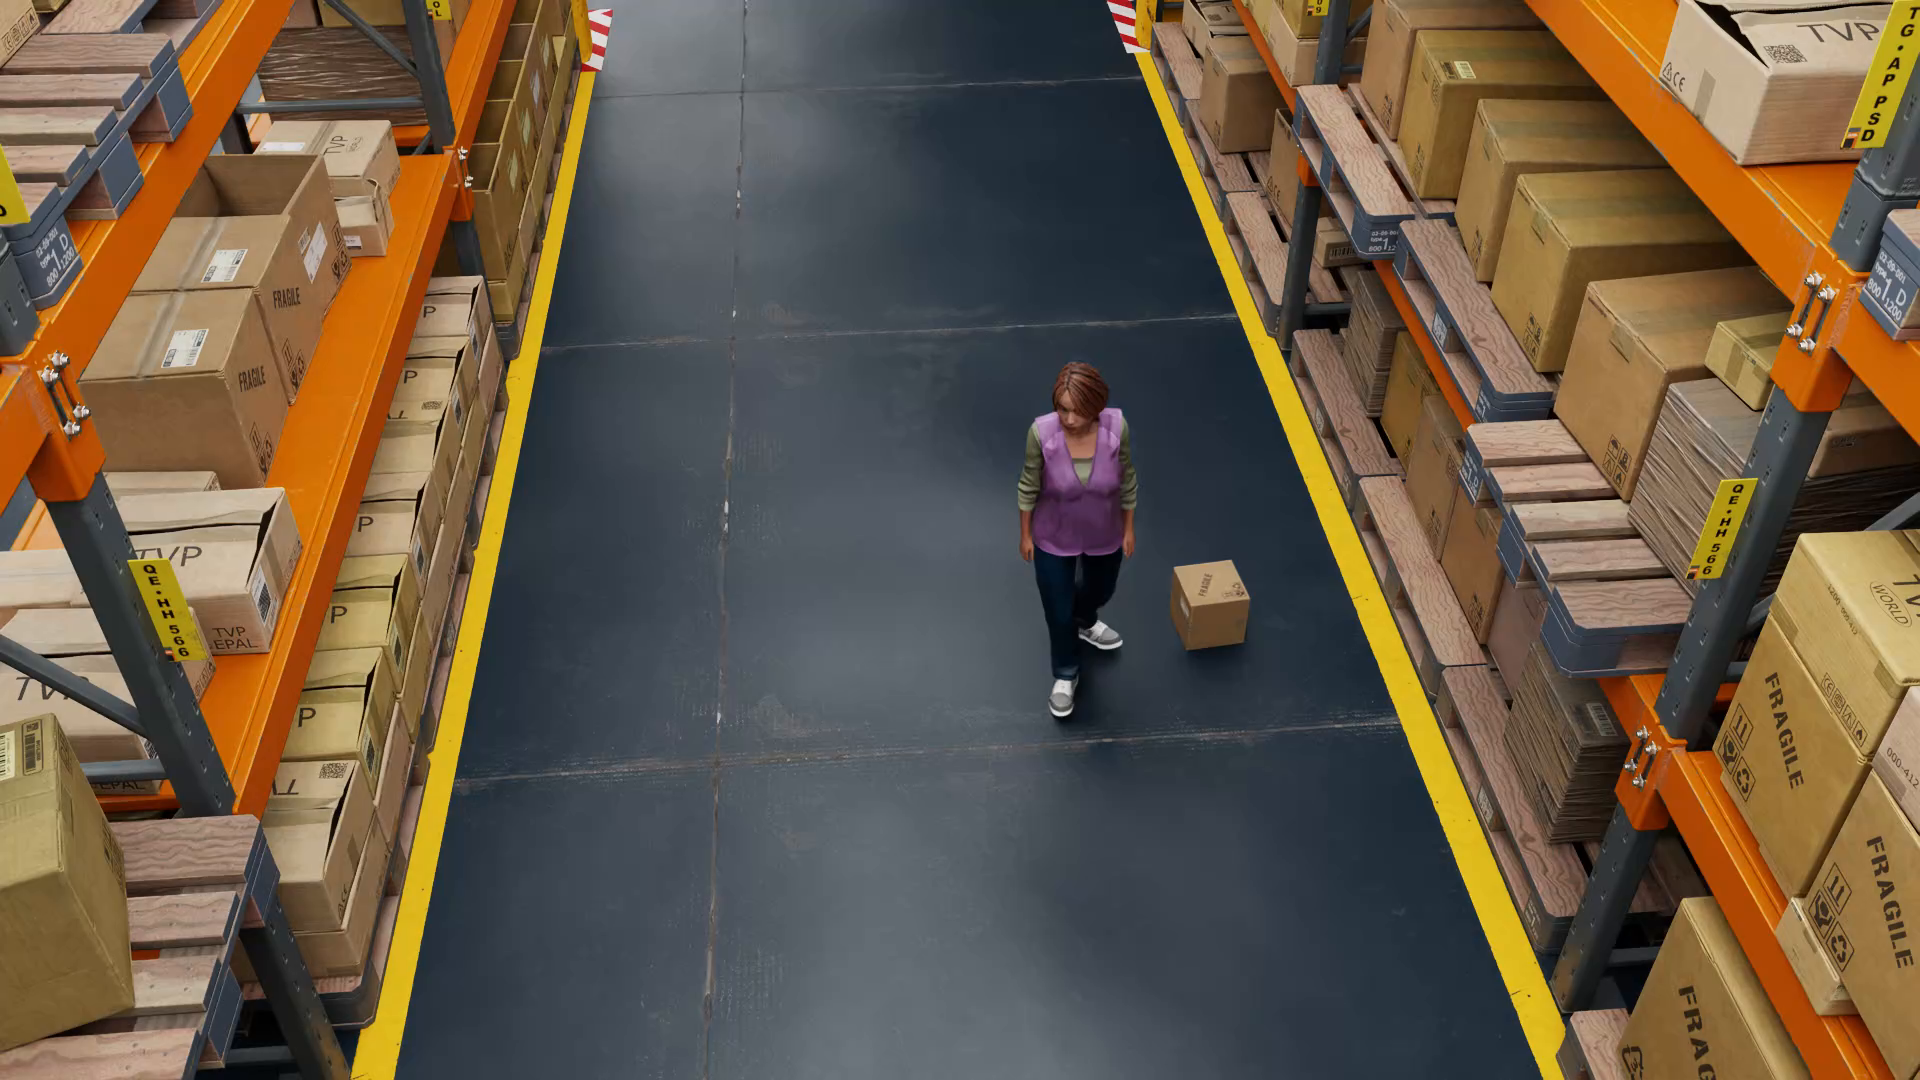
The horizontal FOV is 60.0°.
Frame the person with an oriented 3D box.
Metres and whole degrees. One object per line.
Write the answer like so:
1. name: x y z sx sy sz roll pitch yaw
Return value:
1. person: 0.440 -0.059 6.246 0.475 1.570 0.512 -4 40 -5
